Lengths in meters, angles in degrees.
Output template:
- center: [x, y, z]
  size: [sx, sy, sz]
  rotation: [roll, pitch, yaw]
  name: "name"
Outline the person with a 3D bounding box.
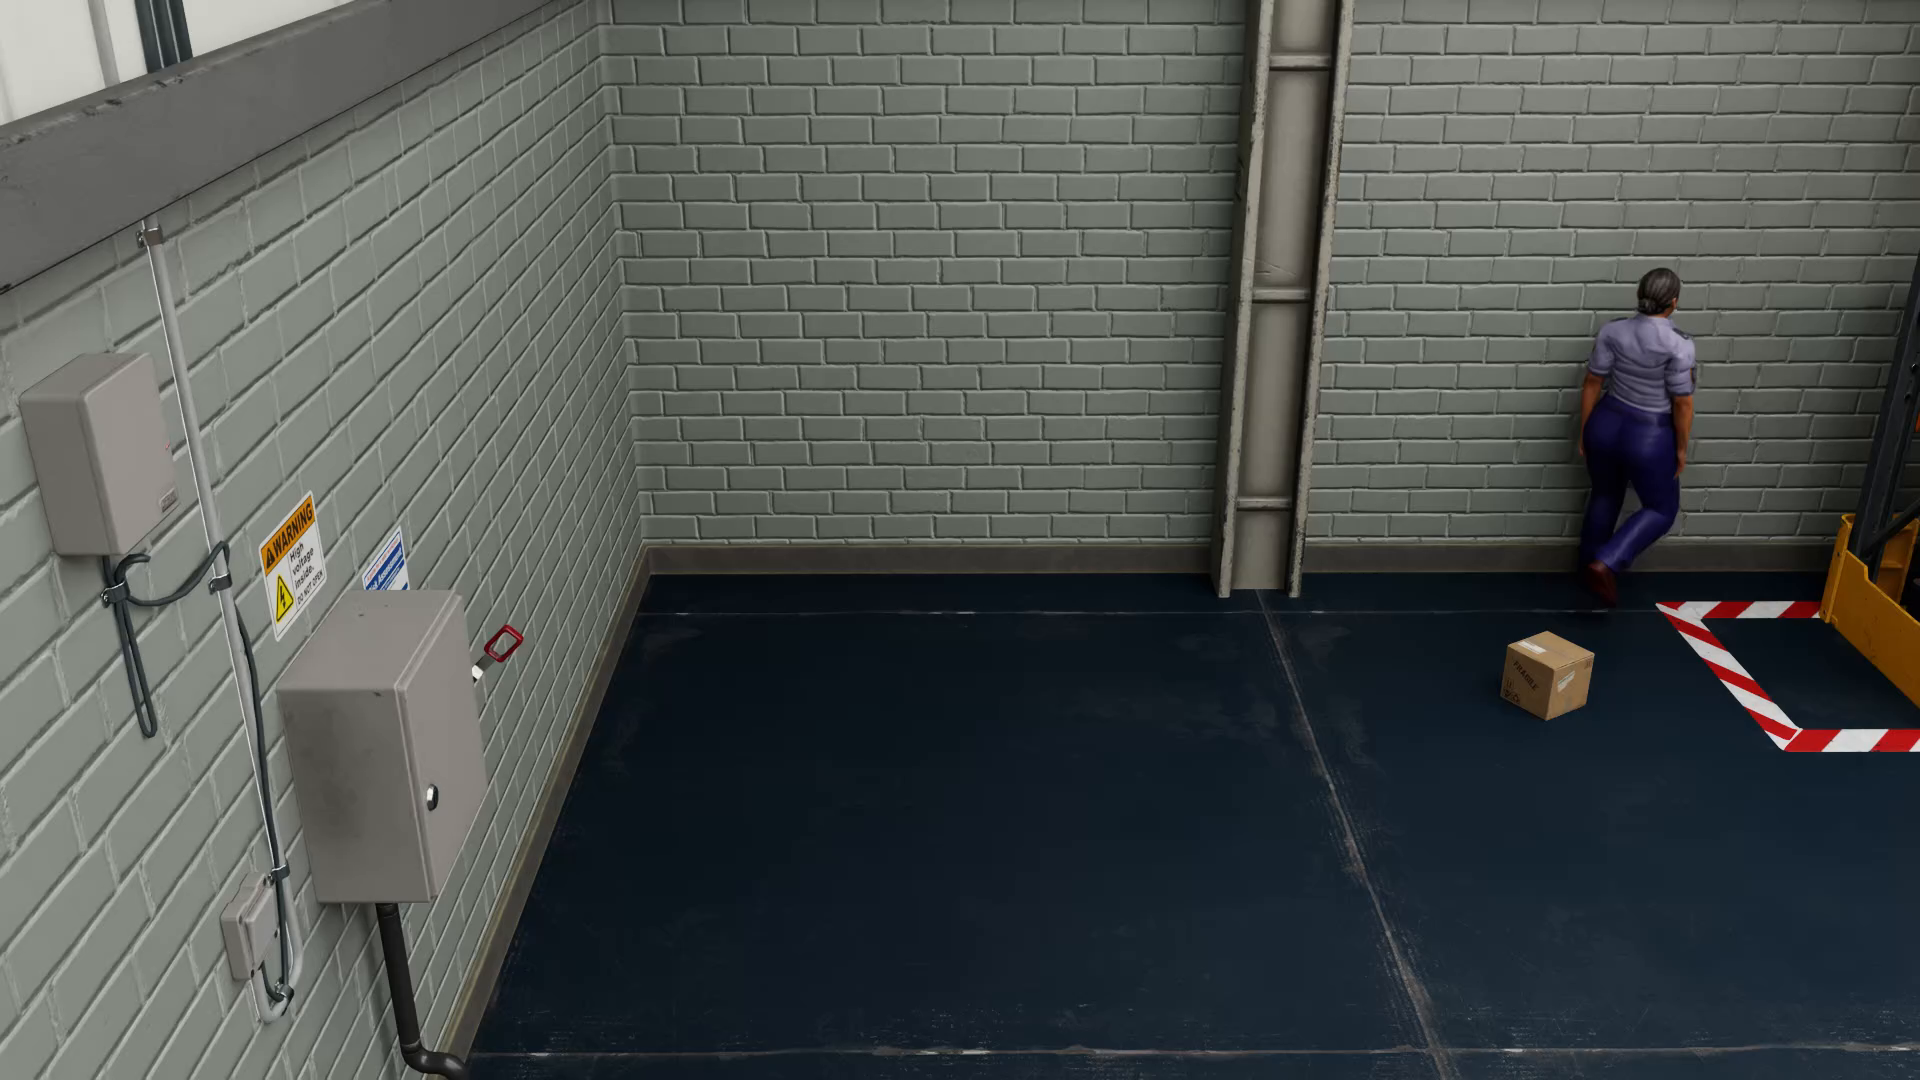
- center: [3.082, -0.462, 7.624]
  size: [0.662, 1.627, 0.494]
  rotation: [-19, 30, -36]
  name: "person"
